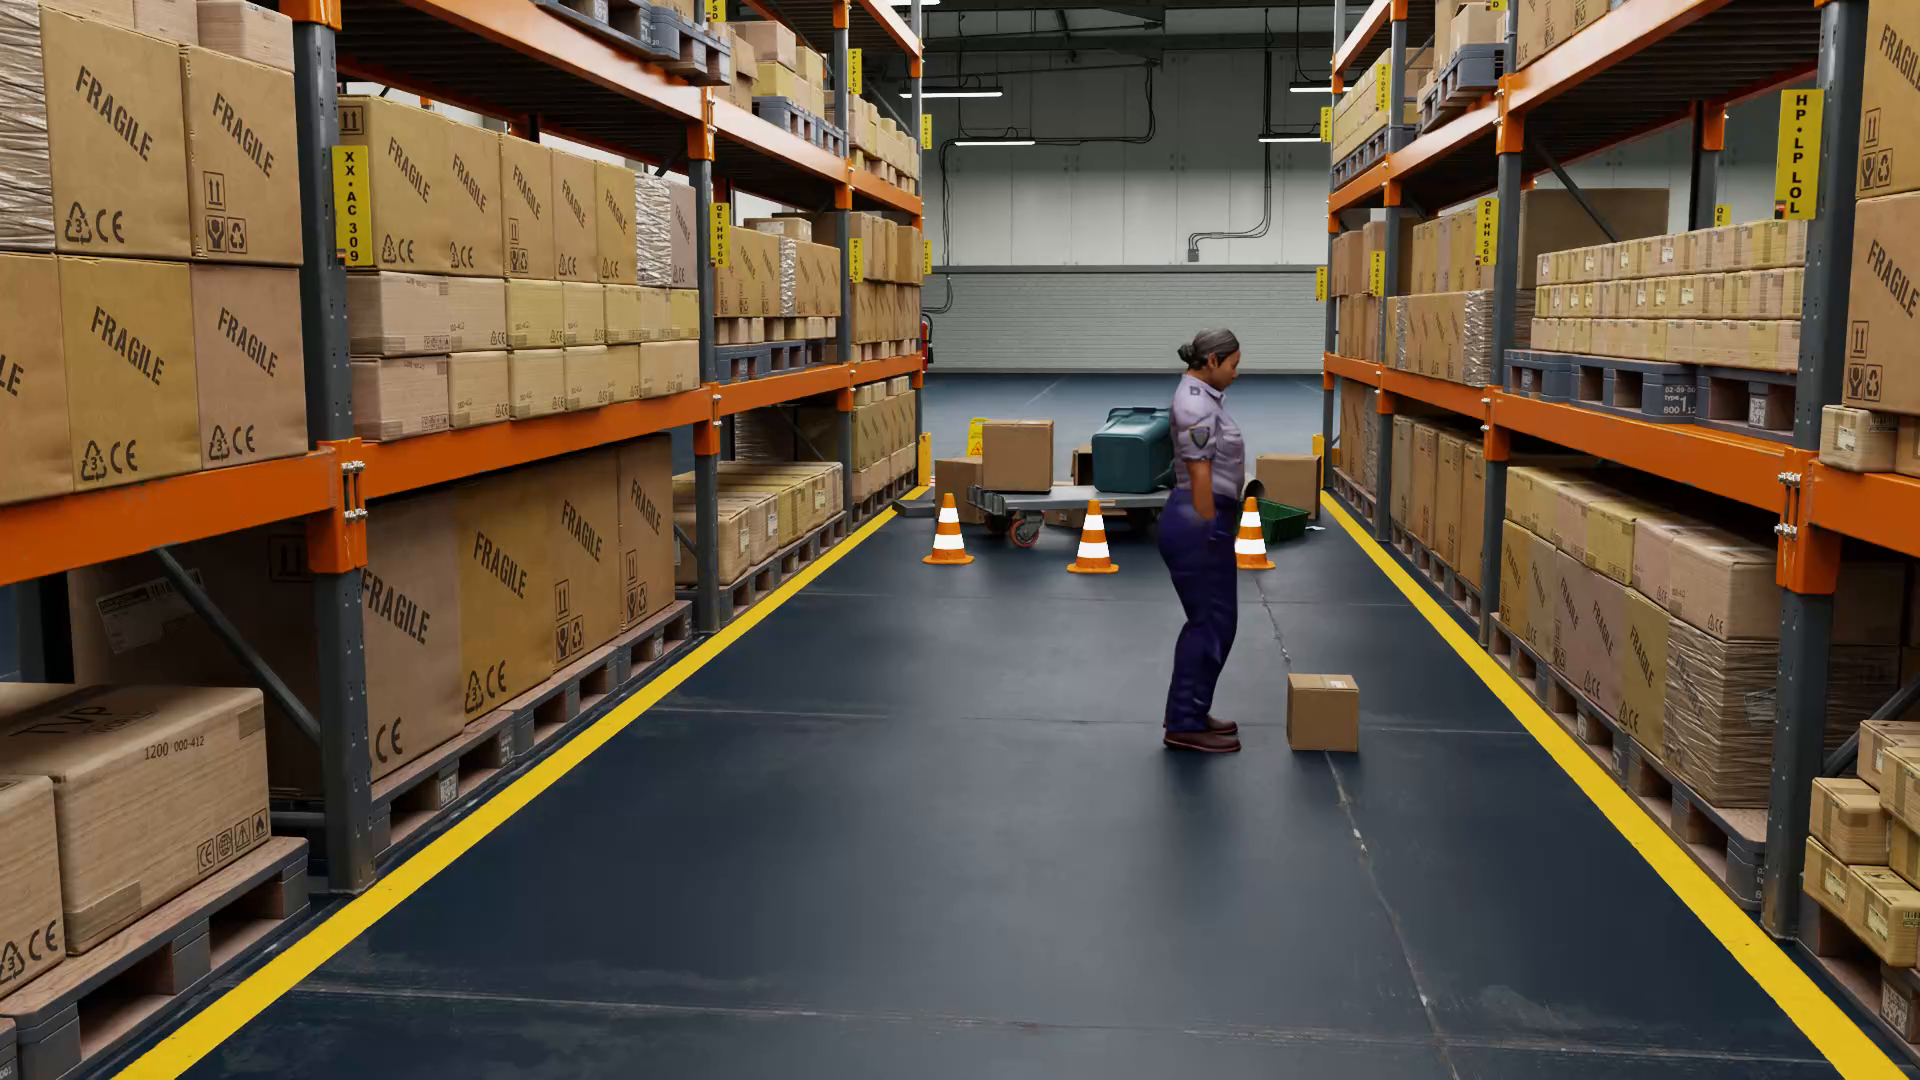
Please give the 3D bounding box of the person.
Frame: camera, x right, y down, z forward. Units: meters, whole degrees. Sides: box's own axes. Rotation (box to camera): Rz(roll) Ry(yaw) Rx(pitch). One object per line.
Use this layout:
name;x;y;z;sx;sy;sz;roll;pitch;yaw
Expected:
person;0.945;-0.013;6.534;0.342;1.640;0.477;1;8;7
